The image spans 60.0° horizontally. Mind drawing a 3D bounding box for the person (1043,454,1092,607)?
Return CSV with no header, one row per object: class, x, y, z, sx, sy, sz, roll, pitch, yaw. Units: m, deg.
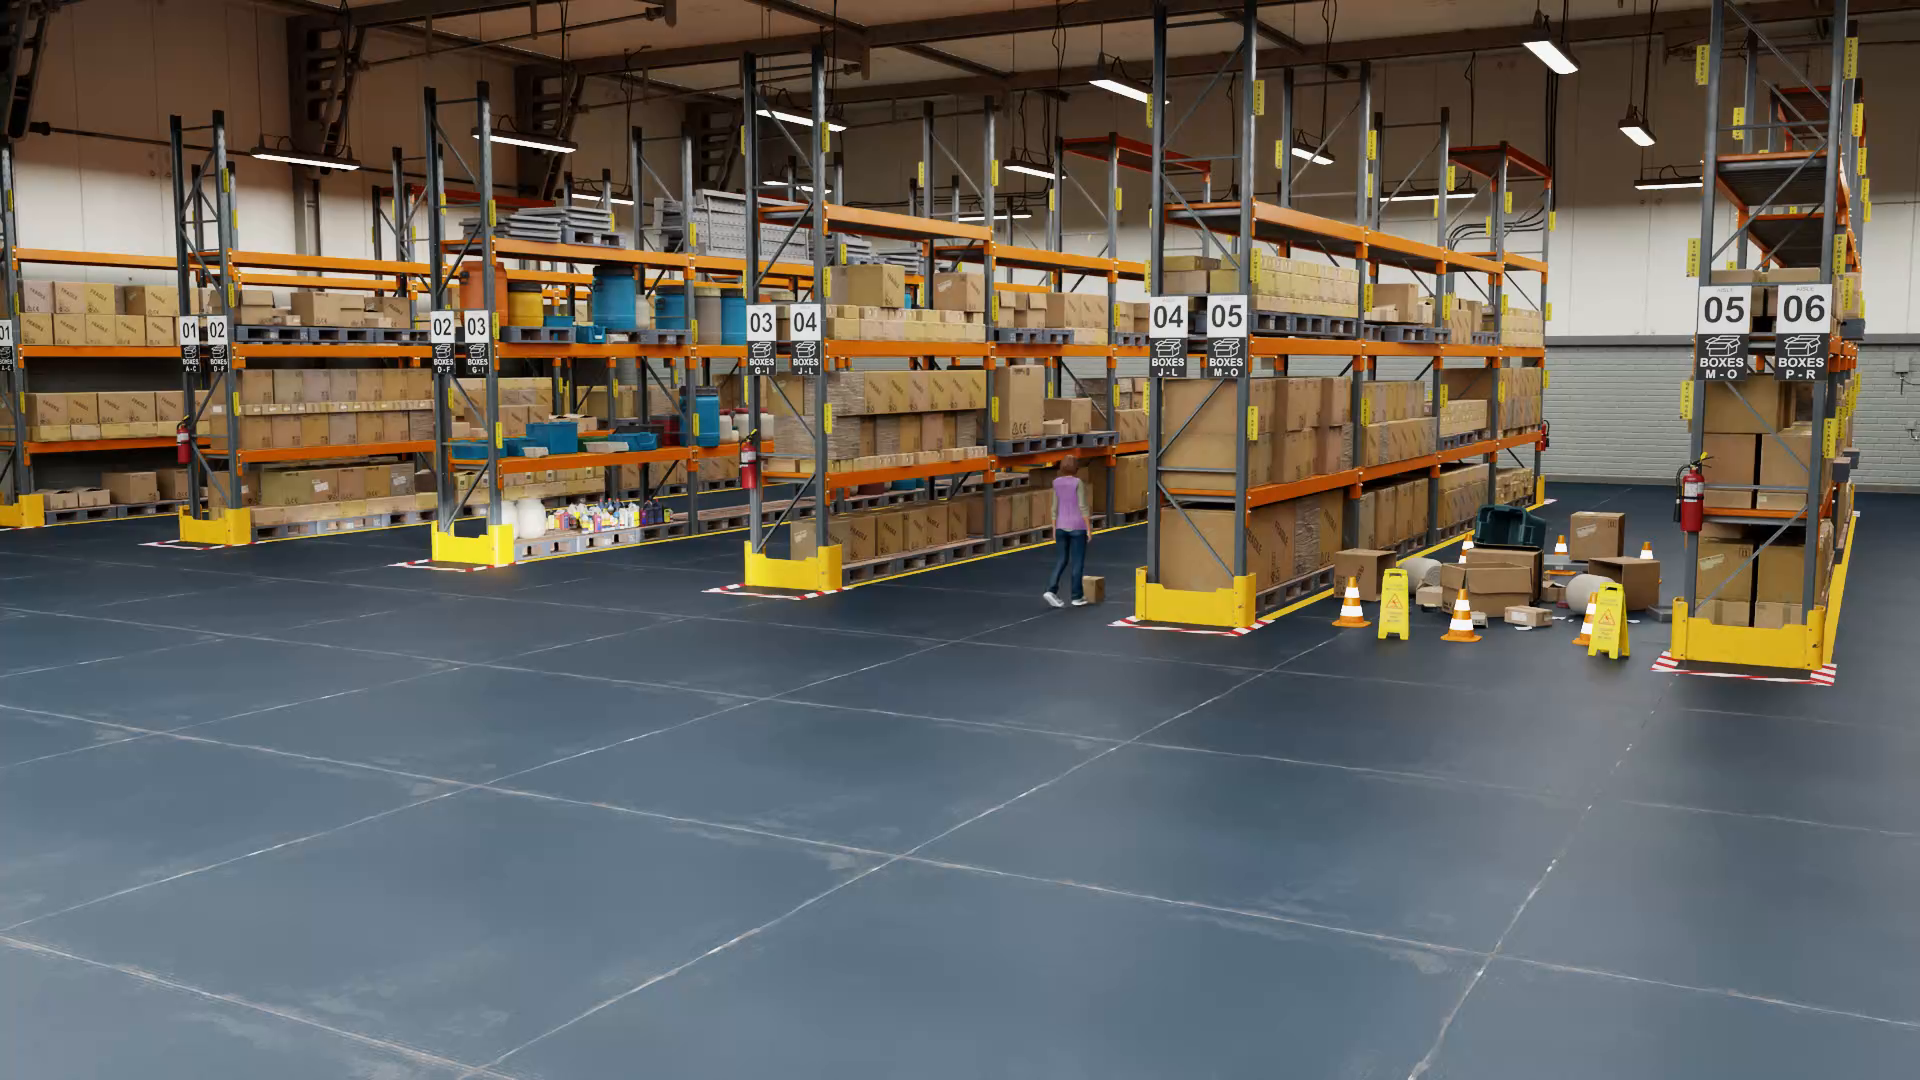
person,1.169,-0.099,17.416,0.444,1.600,0.540,4,8,36
